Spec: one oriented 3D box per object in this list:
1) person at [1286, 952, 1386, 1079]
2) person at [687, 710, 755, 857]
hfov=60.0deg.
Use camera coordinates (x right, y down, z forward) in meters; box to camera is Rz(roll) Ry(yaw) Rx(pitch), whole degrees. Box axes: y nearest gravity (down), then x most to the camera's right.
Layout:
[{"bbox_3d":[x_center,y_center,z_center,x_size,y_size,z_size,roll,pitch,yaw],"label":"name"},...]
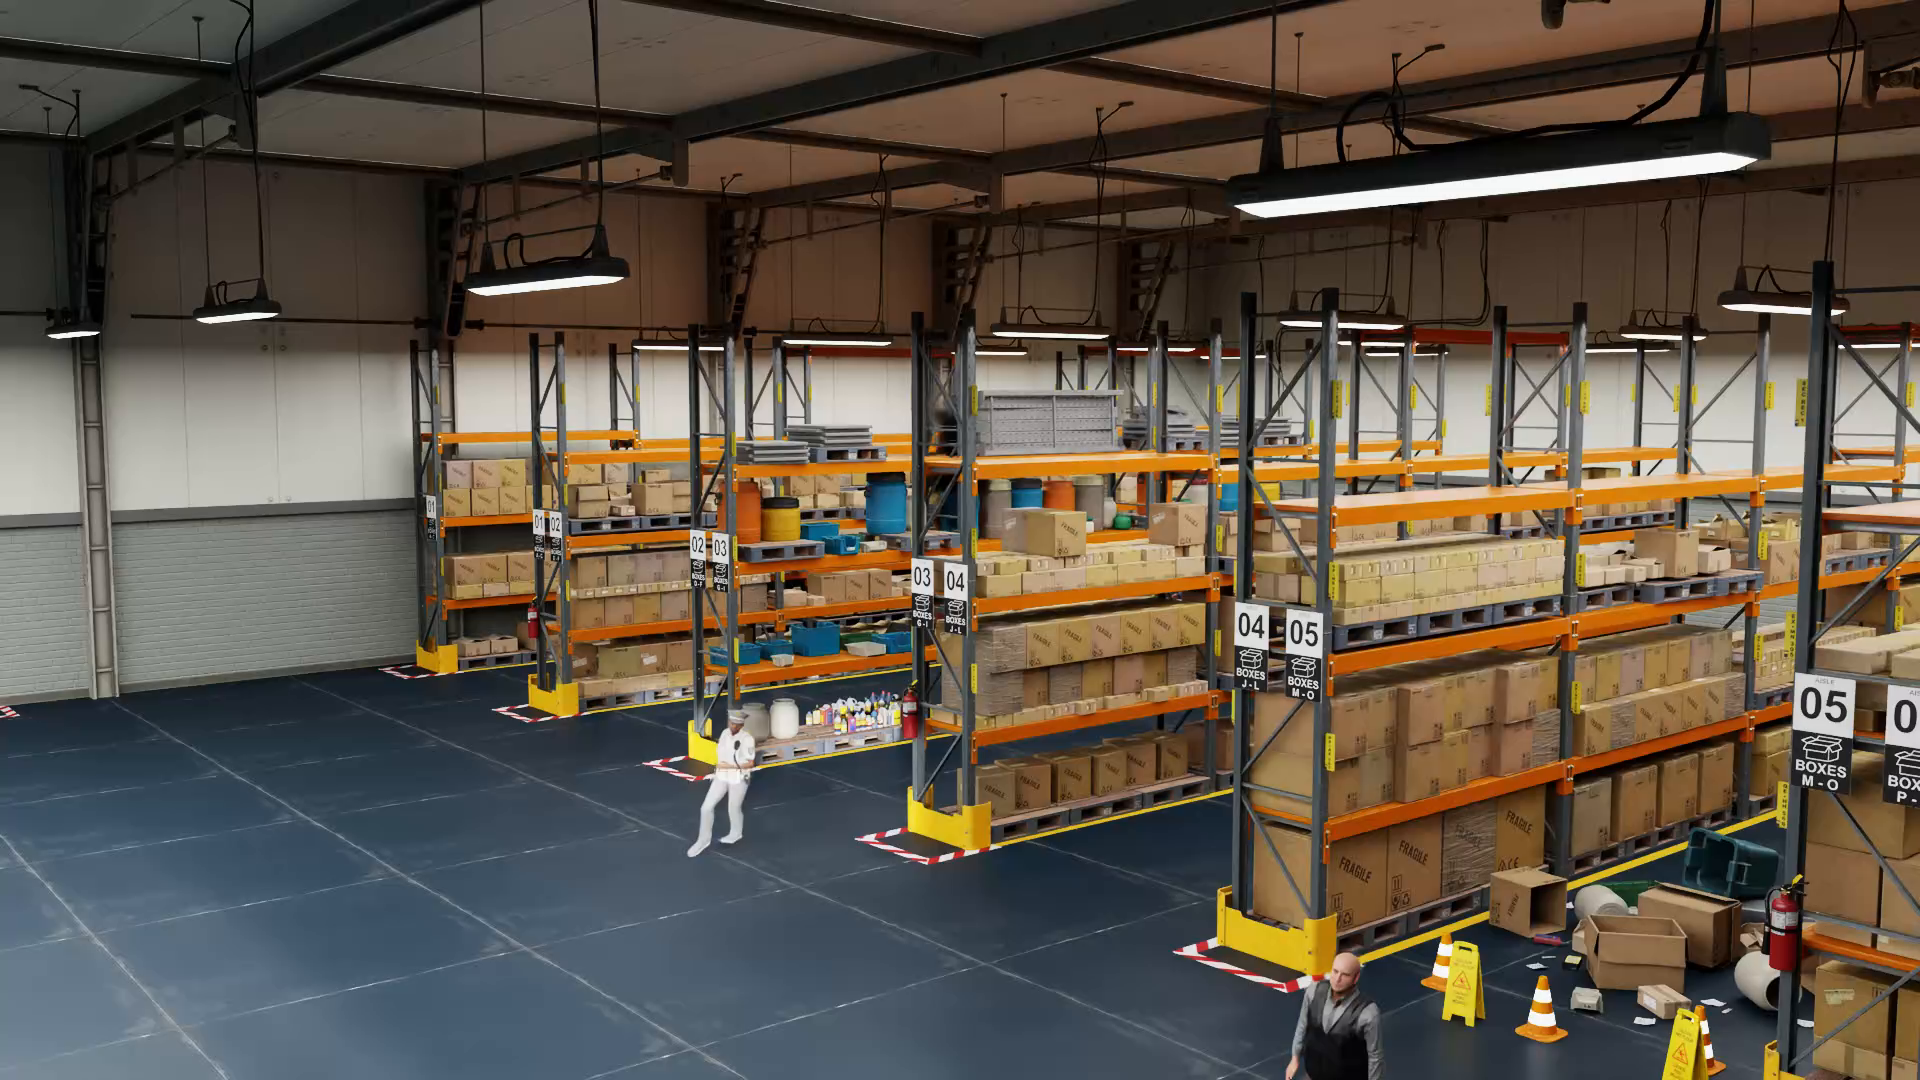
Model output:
[{"bbox_3d":[2.341,3.362,10.558,0.815,1.659,0.611,4,7,38],"label":"person"},{"bbox_3d":[-2.553,2.648,18.394,0.745,1.645,0.720,2,6,19],"label":"person"}]
